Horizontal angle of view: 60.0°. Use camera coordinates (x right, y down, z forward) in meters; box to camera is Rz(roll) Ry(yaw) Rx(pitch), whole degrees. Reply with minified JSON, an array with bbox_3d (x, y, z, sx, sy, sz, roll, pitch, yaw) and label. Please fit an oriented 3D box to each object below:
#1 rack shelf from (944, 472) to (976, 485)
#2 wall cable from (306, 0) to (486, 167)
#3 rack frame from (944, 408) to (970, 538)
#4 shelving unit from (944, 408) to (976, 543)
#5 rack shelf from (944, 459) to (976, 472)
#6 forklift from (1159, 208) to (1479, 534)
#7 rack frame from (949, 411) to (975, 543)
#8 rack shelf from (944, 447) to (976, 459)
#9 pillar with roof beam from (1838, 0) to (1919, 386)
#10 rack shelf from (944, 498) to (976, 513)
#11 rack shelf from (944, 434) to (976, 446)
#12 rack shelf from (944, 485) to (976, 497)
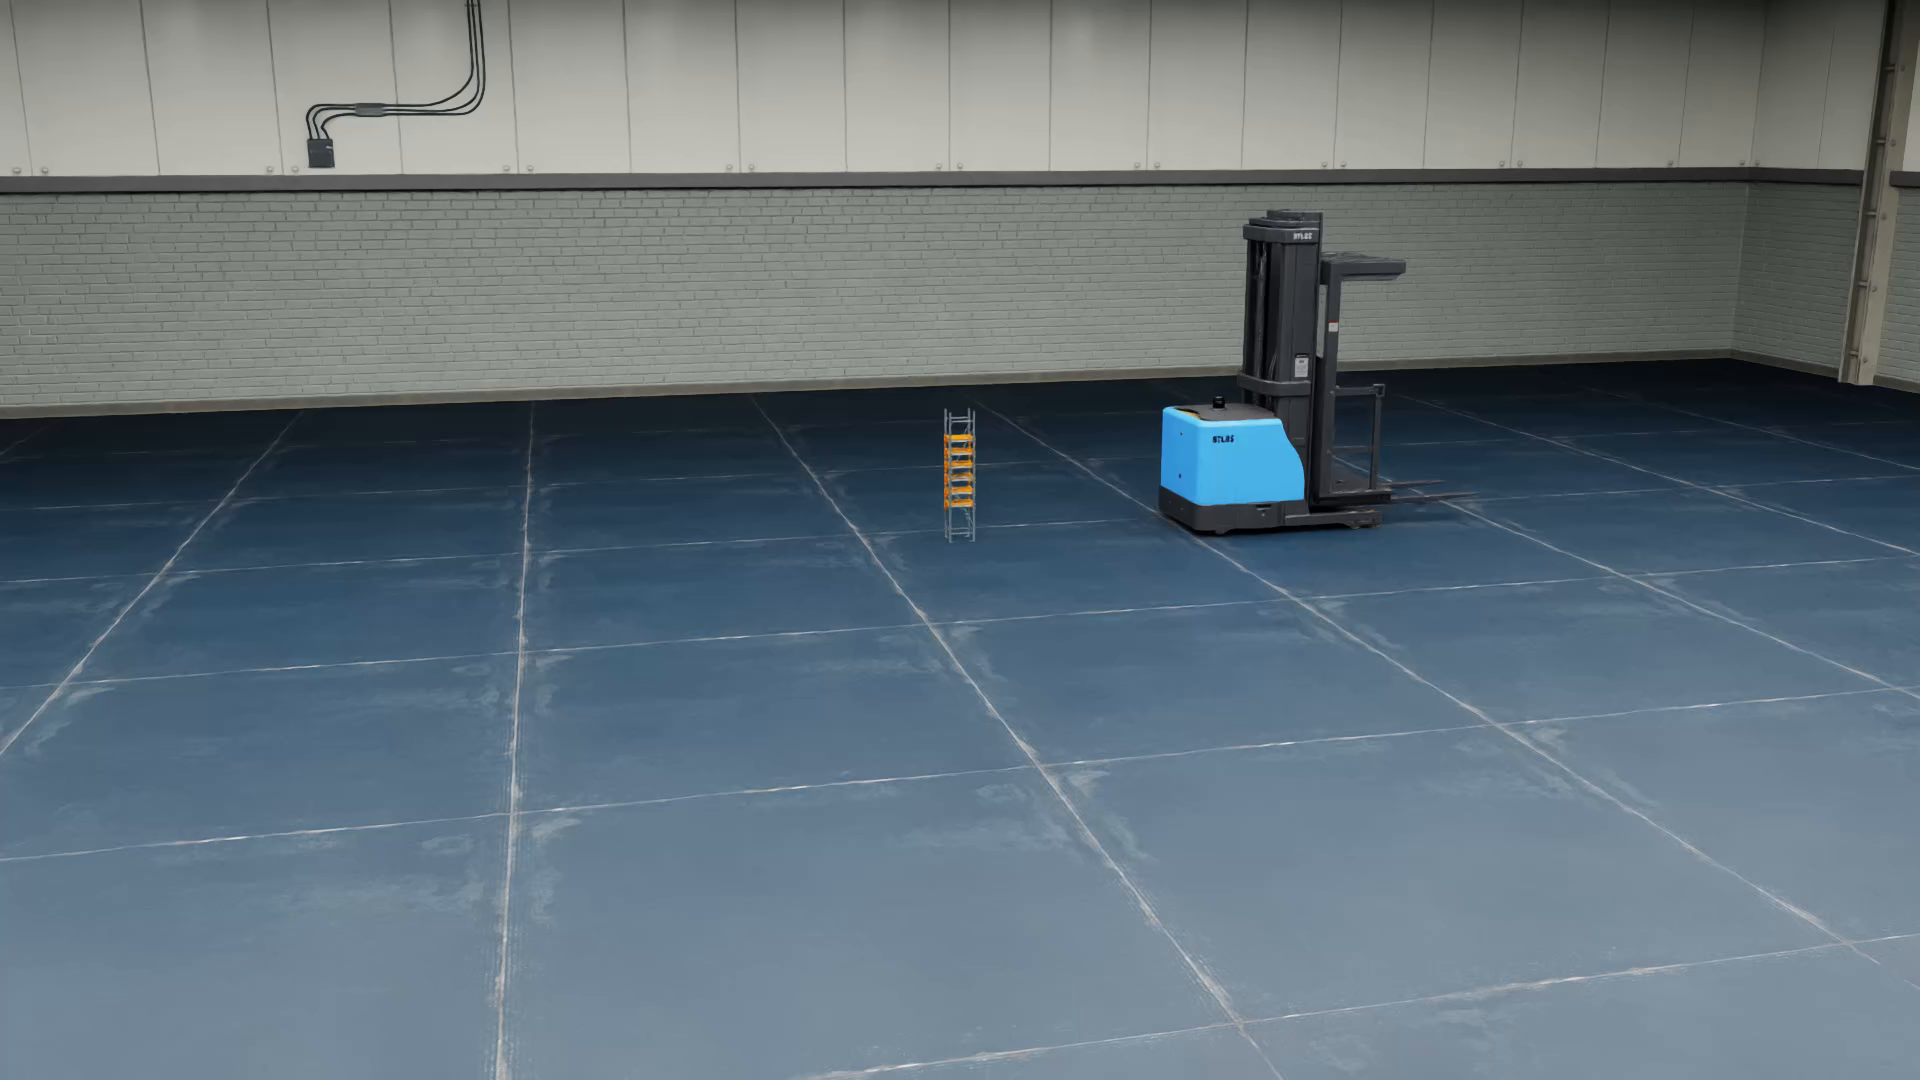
[{"bbox_3d":[-0.003,-0.543,15.132,0.258,0.103,0.180,-3,14,-13],"label":"rack shelf"},{"bbox_3d":[-7.423,-7.885,21.398,2.305,6.003,0.169,-3,14,-13],"label":"wall cable"},{"bbox_3d":[-0.025,-0.607,15.208,0.240,1.200,0.006,-3,14,-13],"label":"rack frame"},{"bbox_3d":[-0.003,-0.586,15.121,0.258,1.200,0.189,-3,14,-13],"label":"shelving unit"},{"bbox_3d":[-0.003,-0.660,15.103,0.258,0.103,0.180,-3,14,-13],"label":"rack shelf"},{"bbox_3d":[3.507,-1.646,15.812,3.031,2.935,1.130,-4,14,-15],"label":"forklift"},{"bbox_3d":[0.018,-0.565,15.035,0.240,1.200,0.006,-3,14,-13],"label":"rack frame"},{"bbox_3d":[-0.003,-0.776,15.075,0.258,0.103,0.180,-3,14,-13],"label":"rack shelf"},{"bbox_3d":[9.187,-6.470,22.772,9.100,9.000,0.400,-3,14,-13],"label":"pillar with roof beam"},{"bbox_3d":[-0.003,-0.310,15.189,0.258,0.103,0.180,-3,14,-13],"label":"rack shelf"},{"bbox_3d":[-0.003,-0.893,15.046,0.258,0.103,0.180,-3,14,-13],"label":"rack shelf"},{"bbox_3d":[-0.003,-0.426,15.160,0.258,0.103,0.180,-3,14,-13],"label":"rack shelf"}]
